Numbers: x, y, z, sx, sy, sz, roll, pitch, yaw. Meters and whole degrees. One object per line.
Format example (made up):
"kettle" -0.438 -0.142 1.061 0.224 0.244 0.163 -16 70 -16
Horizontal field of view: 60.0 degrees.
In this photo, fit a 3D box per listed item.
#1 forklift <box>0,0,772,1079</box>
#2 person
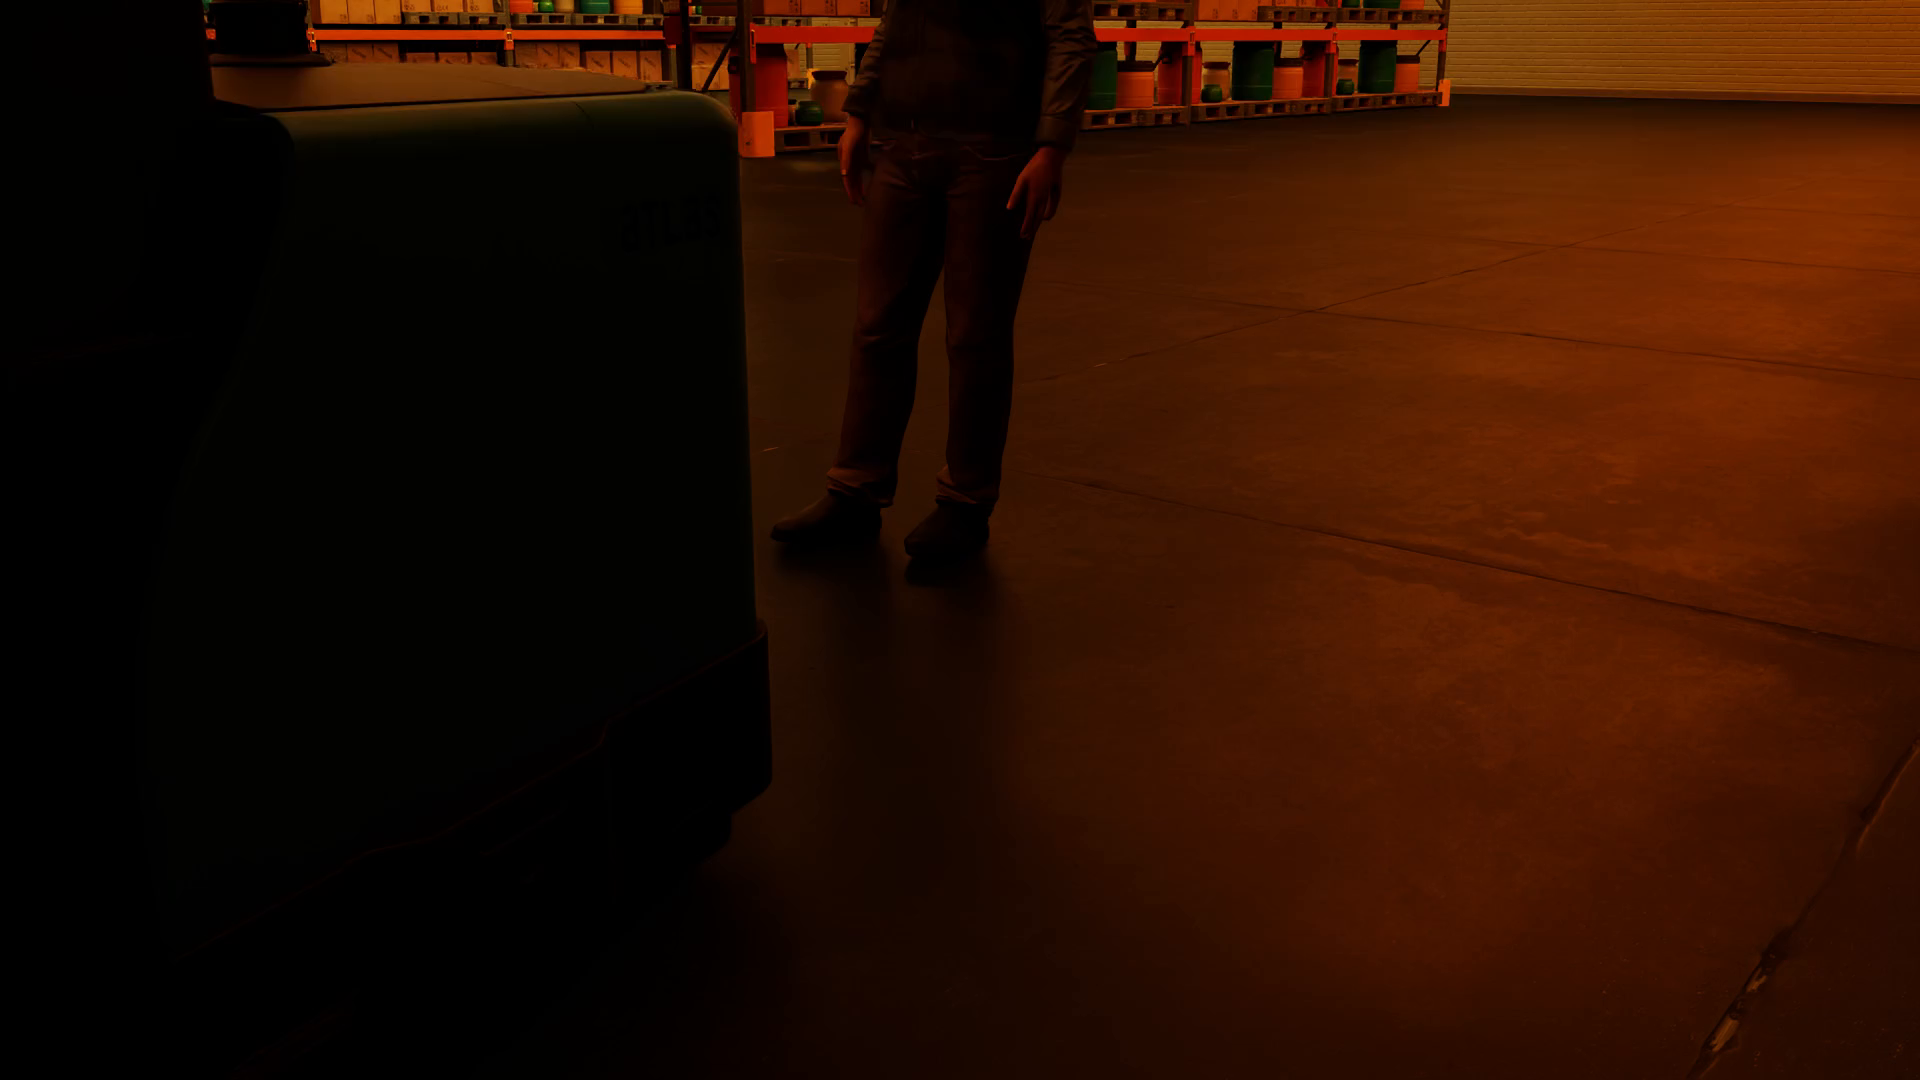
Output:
"forklift" -1.413 -0.666 1.091 1.130 2.935 3.031 9 19 26
"person" -0.046 -0.818 3.648 0.634 1.722 0.566 13 21 37
